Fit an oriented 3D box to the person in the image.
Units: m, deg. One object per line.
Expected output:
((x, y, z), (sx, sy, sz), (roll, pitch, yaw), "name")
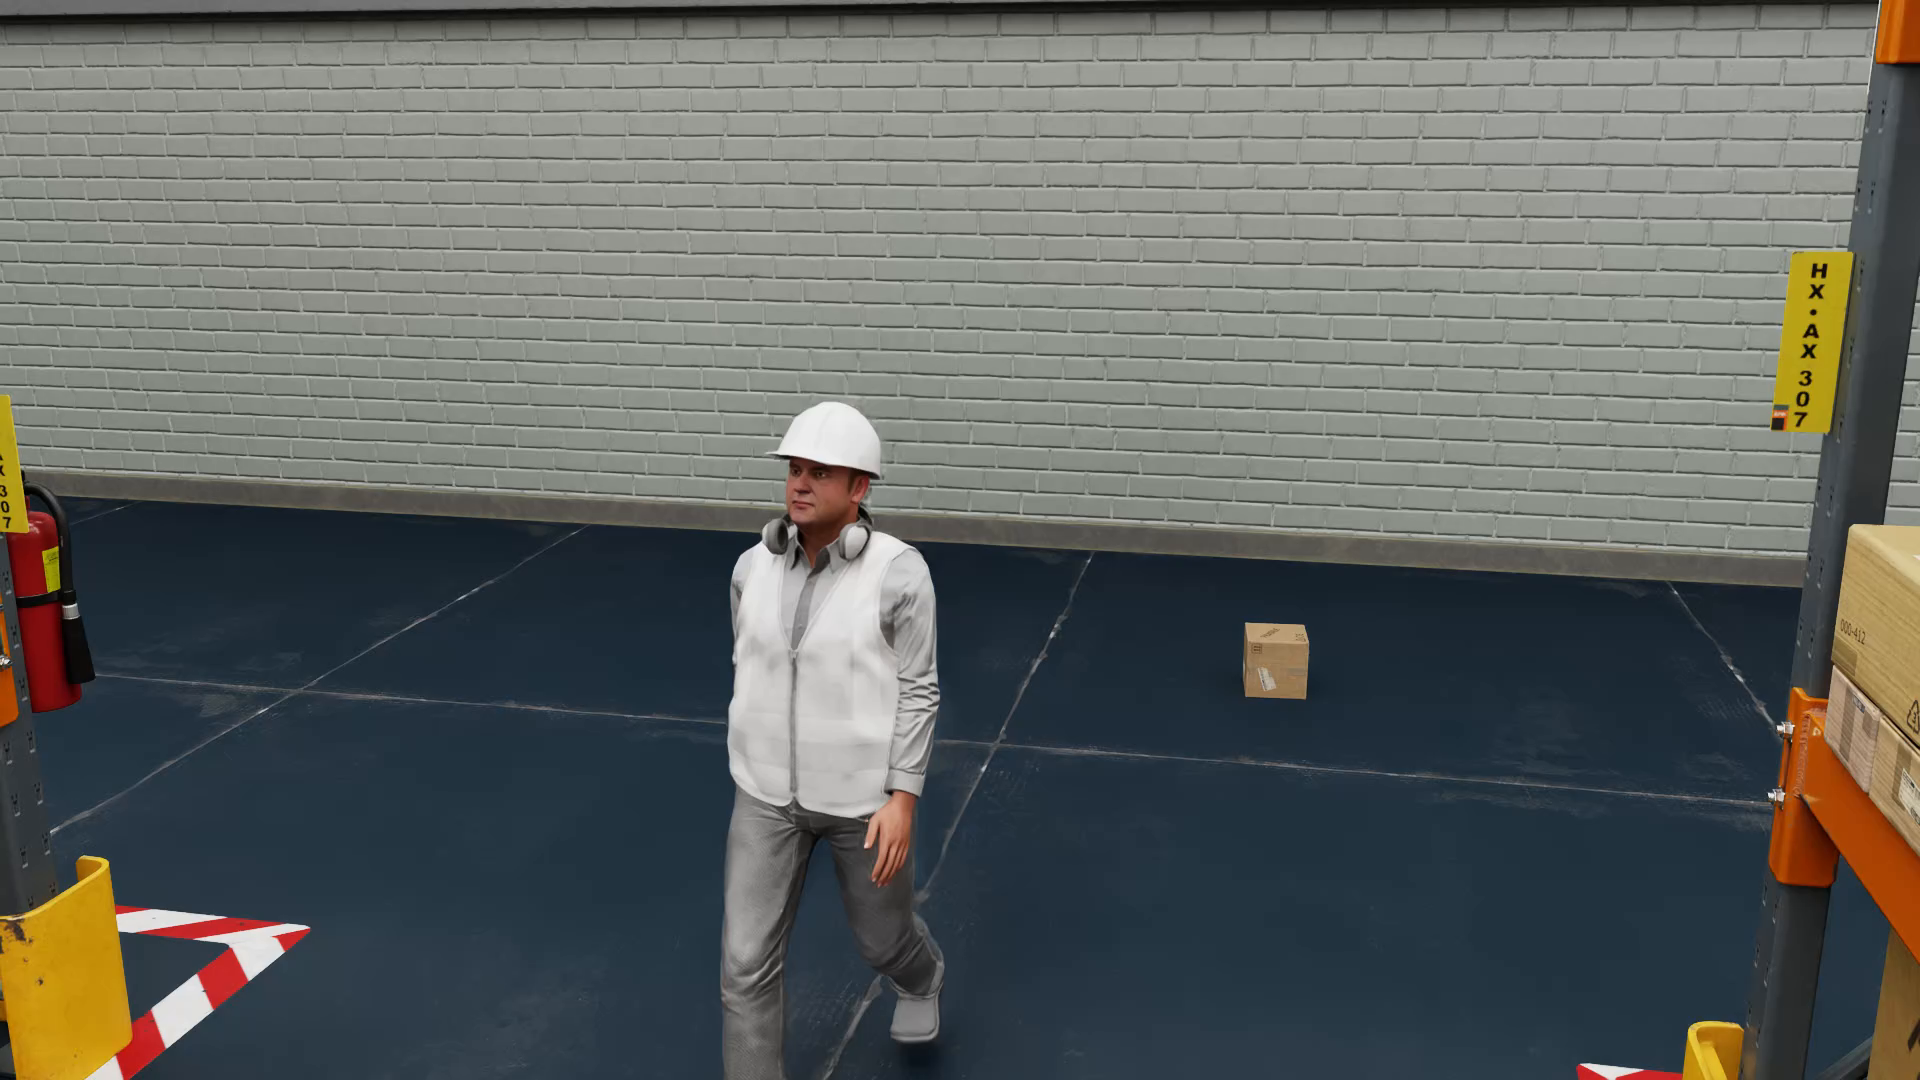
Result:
((-0.306, 0.557, 3.824), (0.538, 1.735, 0.970), (4, 15, 16), "person")
